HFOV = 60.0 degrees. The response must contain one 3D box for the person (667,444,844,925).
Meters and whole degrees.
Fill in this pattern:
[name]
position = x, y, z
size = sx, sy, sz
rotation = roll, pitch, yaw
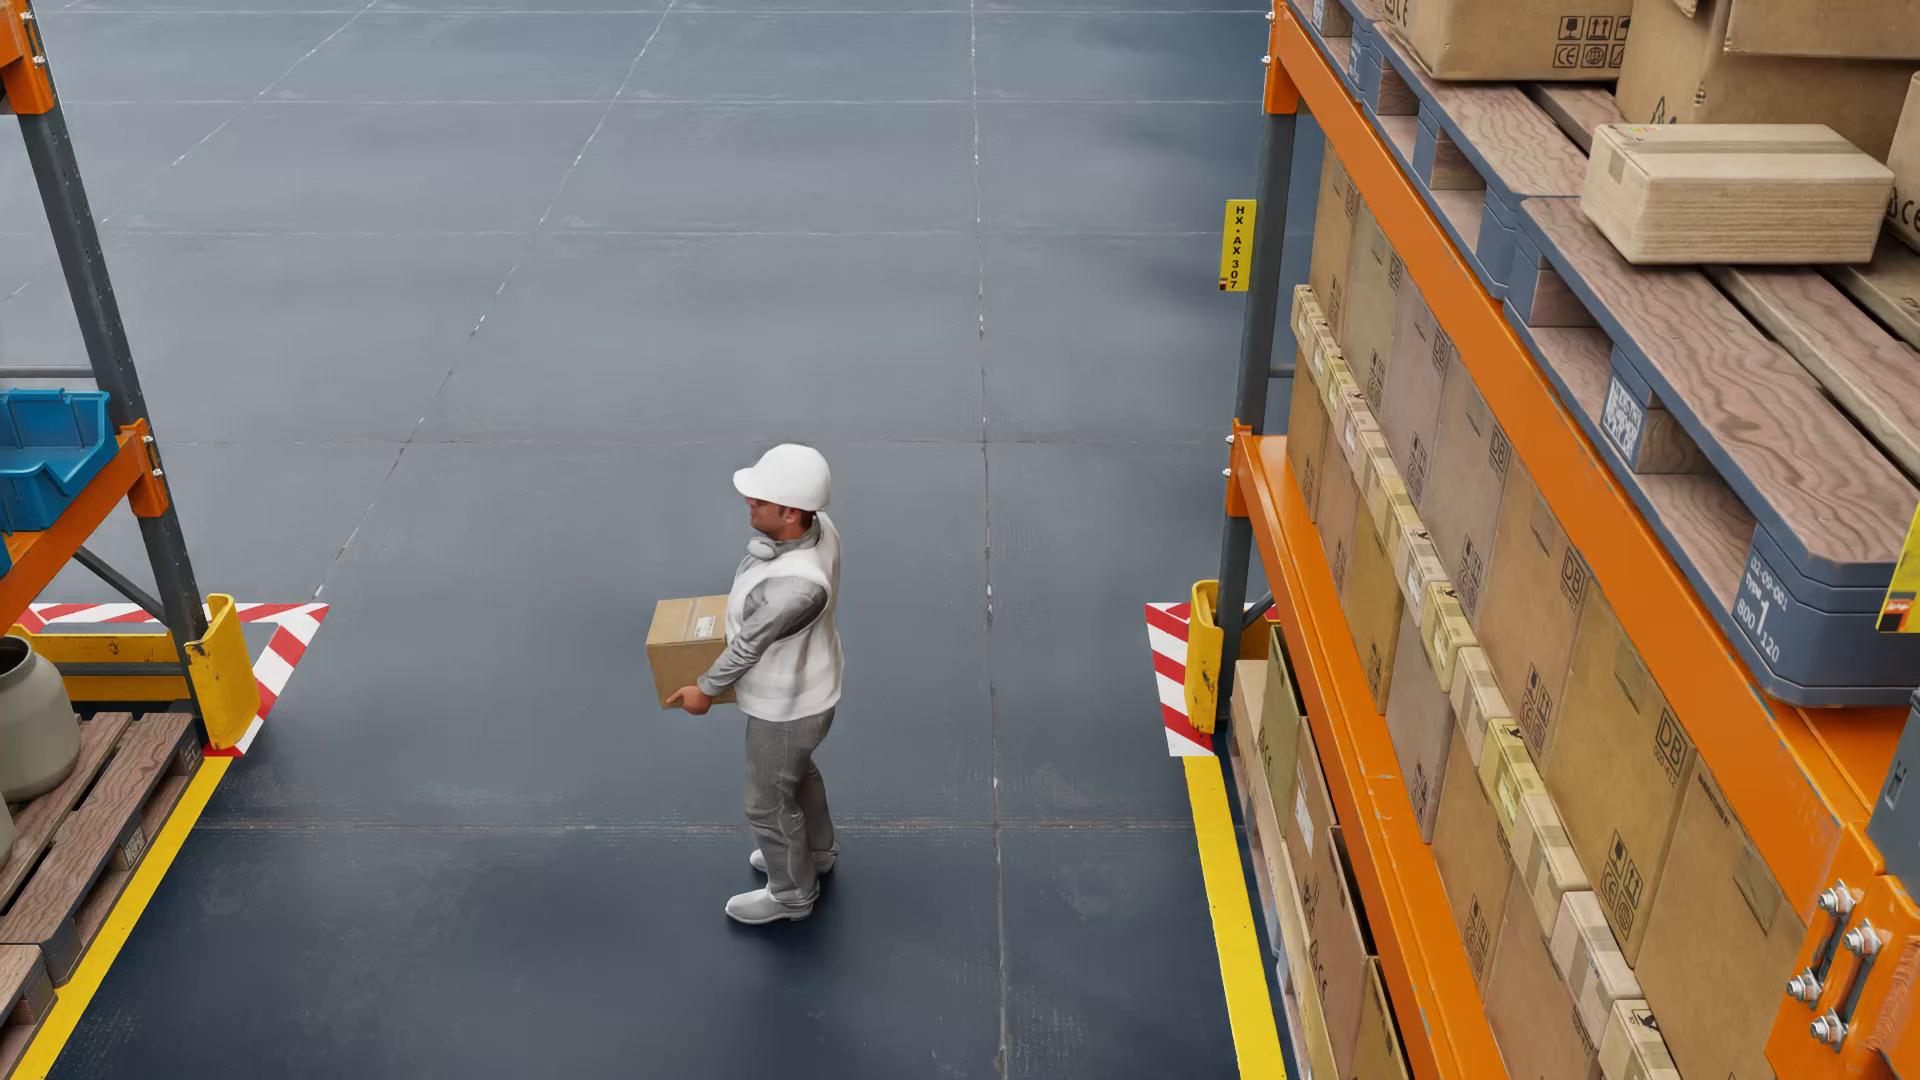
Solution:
[person]
position = -0.645, 0.471, 5.343
size = 0.546, 1.765, 0.462
rotation = 0, 31, 1
